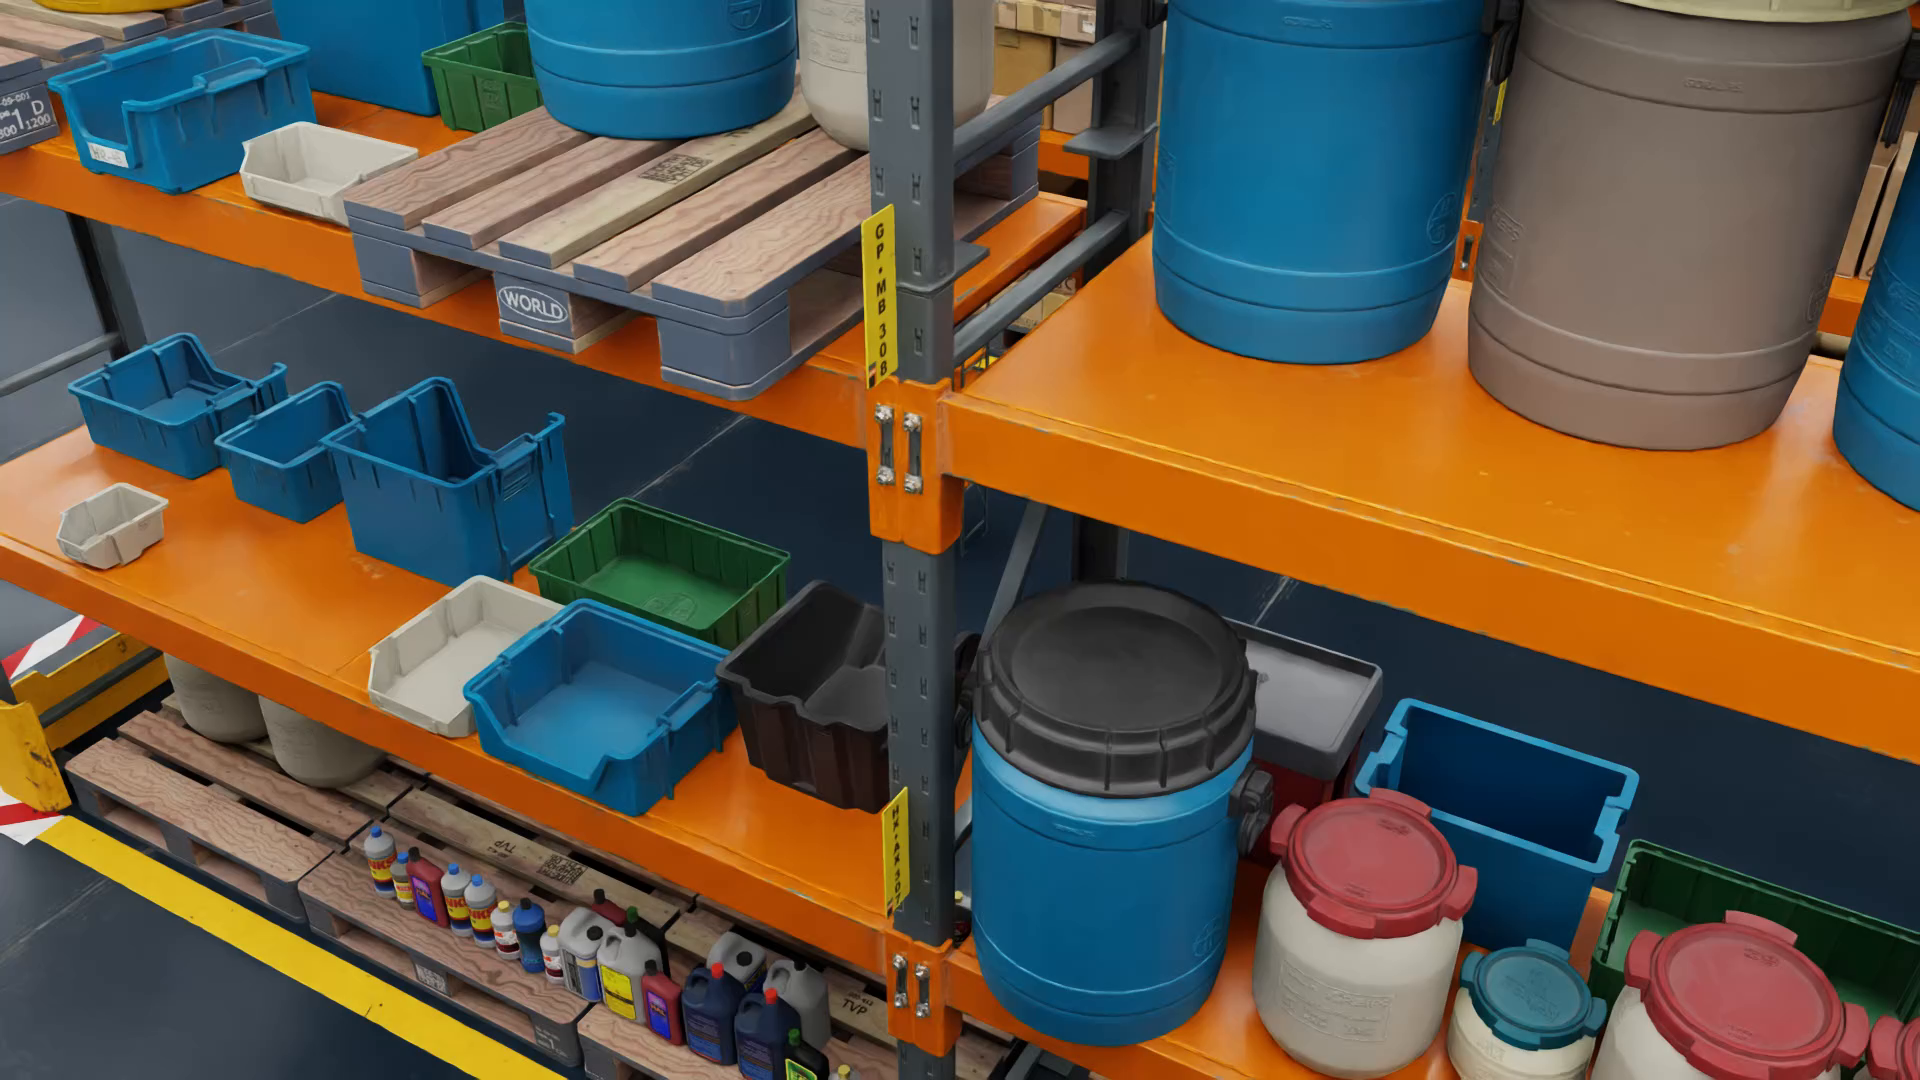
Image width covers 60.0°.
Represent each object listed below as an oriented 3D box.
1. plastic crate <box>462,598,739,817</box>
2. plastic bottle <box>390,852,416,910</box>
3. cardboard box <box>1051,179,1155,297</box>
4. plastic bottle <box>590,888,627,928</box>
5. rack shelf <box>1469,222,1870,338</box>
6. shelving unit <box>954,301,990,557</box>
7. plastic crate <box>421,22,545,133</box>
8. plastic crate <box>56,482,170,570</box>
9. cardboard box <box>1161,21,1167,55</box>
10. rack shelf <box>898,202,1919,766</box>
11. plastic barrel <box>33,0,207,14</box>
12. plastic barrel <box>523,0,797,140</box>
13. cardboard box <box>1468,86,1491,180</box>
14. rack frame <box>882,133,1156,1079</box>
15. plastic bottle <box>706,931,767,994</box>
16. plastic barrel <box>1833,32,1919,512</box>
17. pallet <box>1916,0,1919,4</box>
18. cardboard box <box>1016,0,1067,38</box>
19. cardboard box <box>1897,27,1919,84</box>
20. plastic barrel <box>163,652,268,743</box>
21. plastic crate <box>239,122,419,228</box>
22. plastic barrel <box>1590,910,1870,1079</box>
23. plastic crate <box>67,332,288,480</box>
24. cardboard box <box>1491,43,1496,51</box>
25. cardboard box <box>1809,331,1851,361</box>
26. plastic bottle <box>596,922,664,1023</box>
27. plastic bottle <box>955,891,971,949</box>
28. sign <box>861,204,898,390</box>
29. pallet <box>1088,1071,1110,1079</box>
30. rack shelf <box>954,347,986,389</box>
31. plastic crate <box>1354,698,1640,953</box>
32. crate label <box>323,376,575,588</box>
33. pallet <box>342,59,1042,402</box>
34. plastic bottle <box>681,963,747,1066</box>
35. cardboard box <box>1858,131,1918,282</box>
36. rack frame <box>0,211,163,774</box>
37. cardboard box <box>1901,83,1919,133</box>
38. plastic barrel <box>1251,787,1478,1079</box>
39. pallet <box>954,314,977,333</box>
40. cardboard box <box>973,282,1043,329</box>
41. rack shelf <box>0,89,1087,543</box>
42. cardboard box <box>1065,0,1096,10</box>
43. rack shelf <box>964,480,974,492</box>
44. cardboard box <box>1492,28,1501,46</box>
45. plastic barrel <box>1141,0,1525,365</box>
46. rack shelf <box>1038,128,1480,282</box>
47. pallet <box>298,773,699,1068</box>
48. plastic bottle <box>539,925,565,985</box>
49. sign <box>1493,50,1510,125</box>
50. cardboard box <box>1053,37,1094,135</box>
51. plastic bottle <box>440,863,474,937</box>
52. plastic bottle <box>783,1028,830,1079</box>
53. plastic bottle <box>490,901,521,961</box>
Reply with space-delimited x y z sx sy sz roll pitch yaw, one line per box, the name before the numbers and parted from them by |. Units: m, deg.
plastic crate | -0.956 0.446 4.508 0.616 0.251 0.499 18 37 24
plastic bottle | -1.824 1.117 5.495 0.097 0.201 0.097 0 34 0
cardboard box | 0.784 -1.599 8.870 0.500 0.500 0.500 18 37 24
plastic bottle | -1.096 1.227 5.254 0.133 0.283 0.061 18 37 24
rack shelf | 4.337 -0.975 7.157 4.000 0.370 1.077 18 37 24
shelving unit | -0.013 -0.503 7.423 0.189 1.200 0.258 18 37 24
plastic crate | -1.095 -1.167 4.281 0.450 0.188 0.336 18 37 24
plastic crate | -2.716 -0.031 5.329 0.250 0.136 0.298 18 37 24
cardboard box | 1.157 -2.458 8.059 0.250 0.149 0.380 19 38 26
rack shelf | 1.876 0.159 2.748 4.000 0.370 1.077 18 37 24
plastic barrel | -2.280 -1.791 4.479 0.600 0.588 0.600 0 34 0
plastic barrel | -0.671 -1.399 3.607 0.708 0.901 0.600 18 37 24
cardboard box | 2.212 -1.985 7.935 0.500 0.500 0.700 17 37 23
rack frame | 0.140 0.558 4.206 0.127 3.000 1.000 18 37 24
plastic bottle | -0.677 1.339 5.093 0.135 0.276 0.152 18 37 24
plastic barrel | 1.825 -0.504 2.642 0.708 0.901 0.600 18 37 24
pallet | 6.789 -3.554 10.554 1.213 0.211 1.003 18 37 24
cardboard box | 0.481 -2.672 8.380 0.250 0.149 0.380 17 37 24
cardboard box | 6.540 -3.209 11.045 0.500 0.250 0.500 16 37 23
plastic barrel | -2.724 0.463 6.214 0.421 0.512 0.421 0 34 0
plastic crate | -1.455 -0.828 3.818 0.396 0.136 0.243 18 37 24
plastic barrel | 1.498 1.072 3.311 0.433 0.535 0.433 0 34 0
plastic crate | -2.750 -0.486 5.908 0.616 0.251 0.499 18 37 24
cardboard box | 2.463 -2.303 7.827 0.250 0.149 0.380 18 37 24
cardboard box | 3.981 -0.836 7.896 0.500 0.311 0.500 17 37 24
plastic bottle | -1.010 1.297 5.088 0.185 0.351 0.144 17 37 24
plastic bottle | -0.008 1.213 5.350 0.097 0.201 0.097 0 34 0
sign | -0.143 -0.433 2.979 0.005 0.325 0.100 18 37 24
pallet | 0.841 1.916 4.682 1.213 0.211 1.003 18 37 24
rack shelf | -0.013 -0.766 7.249 0.180 0.103 0.258 18 37 24
plastic crate | 1.252 0.718 3.979 0.575 0.384 0.392 18 37 24
crate label | -1.601 -0.181 5.283 0.616 0.435 0.502 18 37 24
pallet | -0.535 -0.763 3.654 1.003 0.211 1.213 18 37 24
plastic bottle | -0.729 1.386 4.955 0.185 0.351 0.144 16 37 22
cardboard box | 4.152 -1.365 7.003 0.500 0.500 0.500 18 38 24
rack frame | -3.333 -0.542 5.858 0.127 3.000 1.000 18 37 24
cardboard box | 6.599 -2.880 11.227 0.500 0.500 0.700 18 38 25
plastic barrel | 0.861 0.870 3.614 0.433 0.535 0.433 0 34 0
pallet | -0.187 -1.574 9.923 1.213 0.211 1.003 18 37 24
cardboard box | 0.353 -1.427 9.289 0.500 0.250 0.500 18 37 24
rack shelf | -1.597 -0.941 4.400 4.000 0.370 1.077 18 37 24
cardboard box | 0.905 -2.939 8.197 0.500 0.500 0.700 18 38 24
rack shelf | -0.013 -0.267 7.581 0.180 0.103 0.258 18 37 24
cardboard box | 2.212 -2.525 7.575 0.500 0.500 0.700 18 38 25
plastic barrel | 0.689 -0.864 3.182 0.708 0.901 0.600 18 37 24
rack shelf | 0.864 -2.075 8.809 4.000 0.370 1.077 18 37 24
pallet | -1.486 1.179 5.789 1.213 0.211 1.003 18 37 24
plastic bottle | -1.265 1.294 5.229 0.097 0.201 0.097 0 34 0
sign | 2.327 -1.950 7.120 0.005 0.325 0.100 18 37 24
cardboard box | 0.872 -2.407 8.569 0.500 0.500 0.700 19 38 26
plastic bottle | -1.616 1.153 5.376 0.097 0.271 0.097 0 34 0
plastic bottle | -0.442 1.532 4.797 0.133 0.283 0.061 20 38 27
plastic bottle | -1.443 1.237 5.314 0.097 0.201 0.097 0 34 0
